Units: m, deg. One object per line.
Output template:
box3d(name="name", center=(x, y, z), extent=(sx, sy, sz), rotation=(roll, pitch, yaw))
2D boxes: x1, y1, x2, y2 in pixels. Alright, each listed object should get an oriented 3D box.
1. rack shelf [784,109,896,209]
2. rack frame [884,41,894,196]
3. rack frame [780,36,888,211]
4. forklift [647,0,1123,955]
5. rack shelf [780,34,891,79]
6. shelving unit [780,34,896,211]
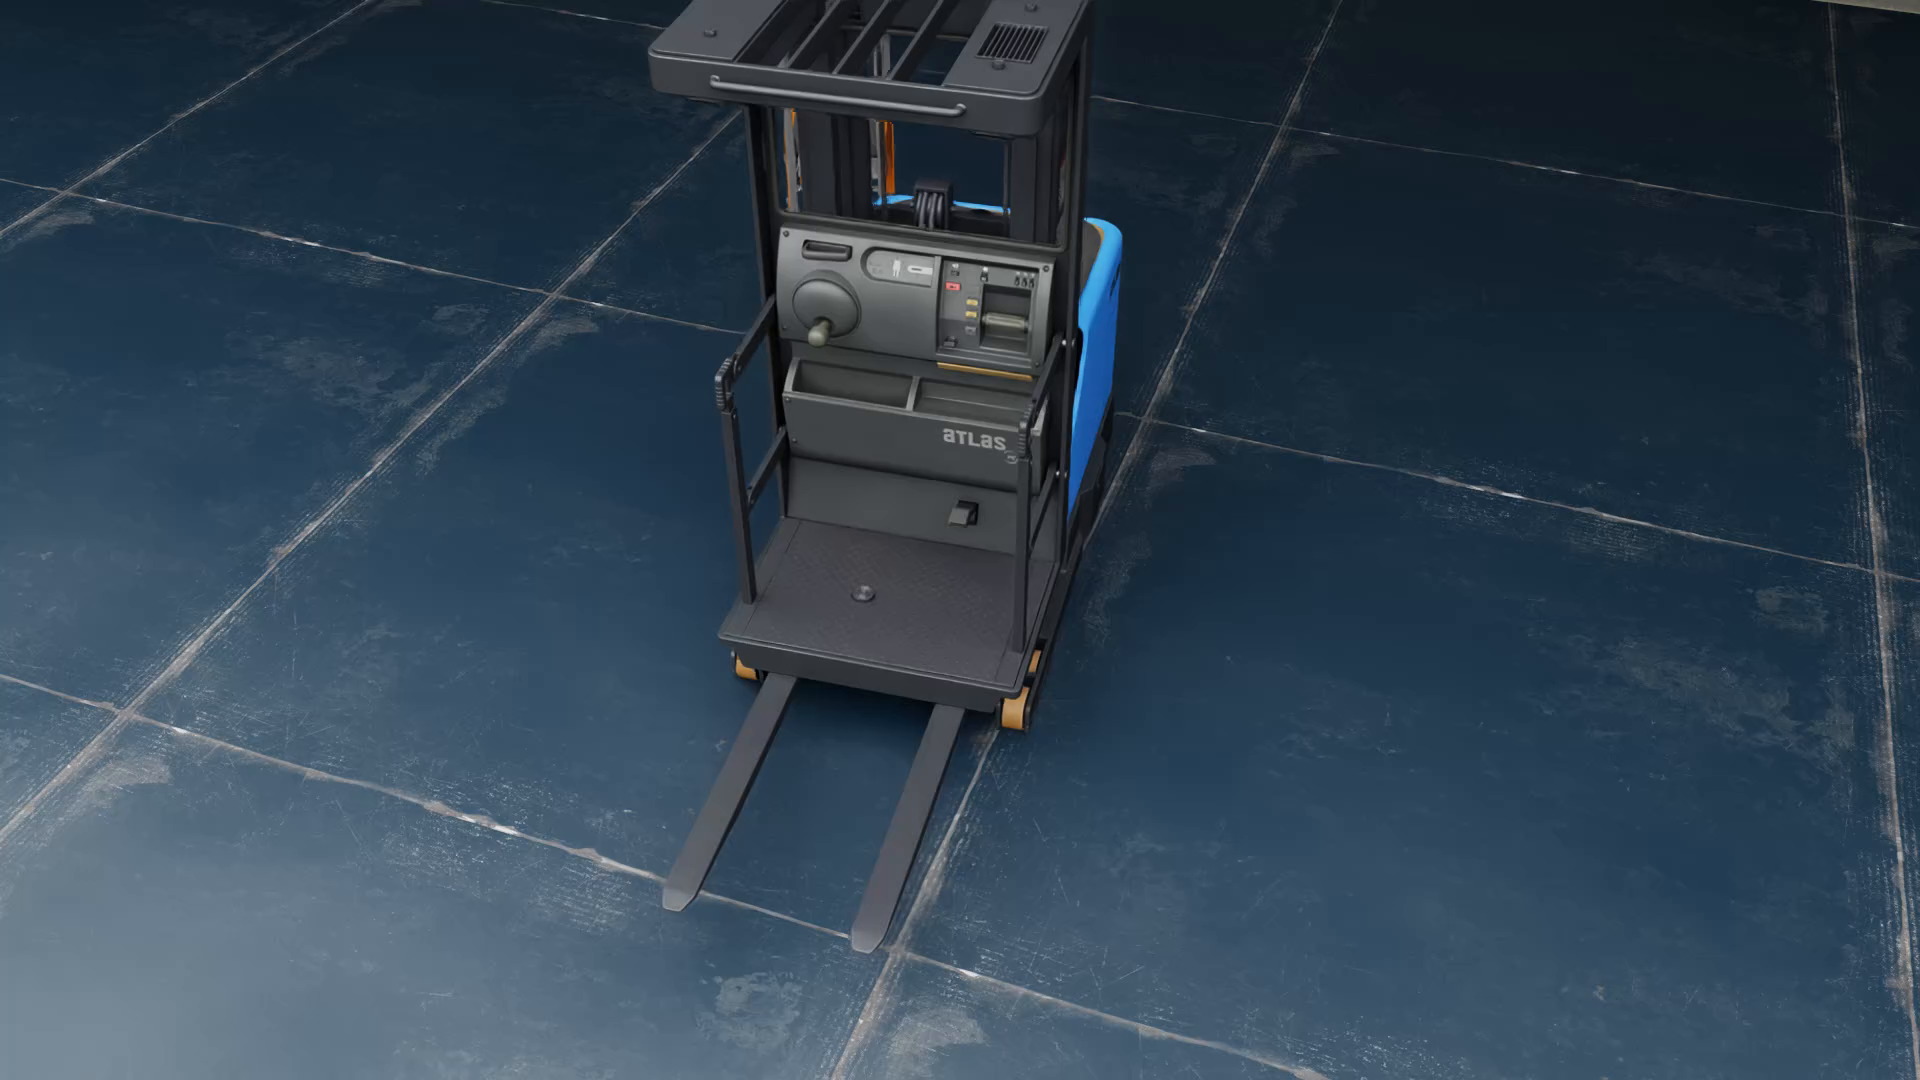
box3d(name="rack shelf", center=(-0.495, -1.589, 7.015), extent=(0.431, 0.518, 0.480), rotation=(0, 40, 1))
box3d(name="rack frame", center=(-0.491, -1.757, 7.192), extent=(0.400, 2.100, 0.015), rotation=(0, 40, 1))
box3d(name="rack frame", center=(-0.498, -1.441, 6.821), extent=(0.400, 2.100, 0.015), rotation=(0, 40, 1))
box3d(name="forklift", center=(-0.207, -0.716, 5.331), extent=(1.130, 2.935, 3.031), rotation=(10, 41, 11))
box3d(name="rack shelf", center=(-0.494, -2.121, 6.561), extent=(0.431, 0.518, 0.480), rotation=(0, 40, 1))
box3d(name="shelving unit", center=(-0.495, -1.599, 7.006), extent=(0.431, 2.100, 0.503), rotation=(0, 40, 1))
